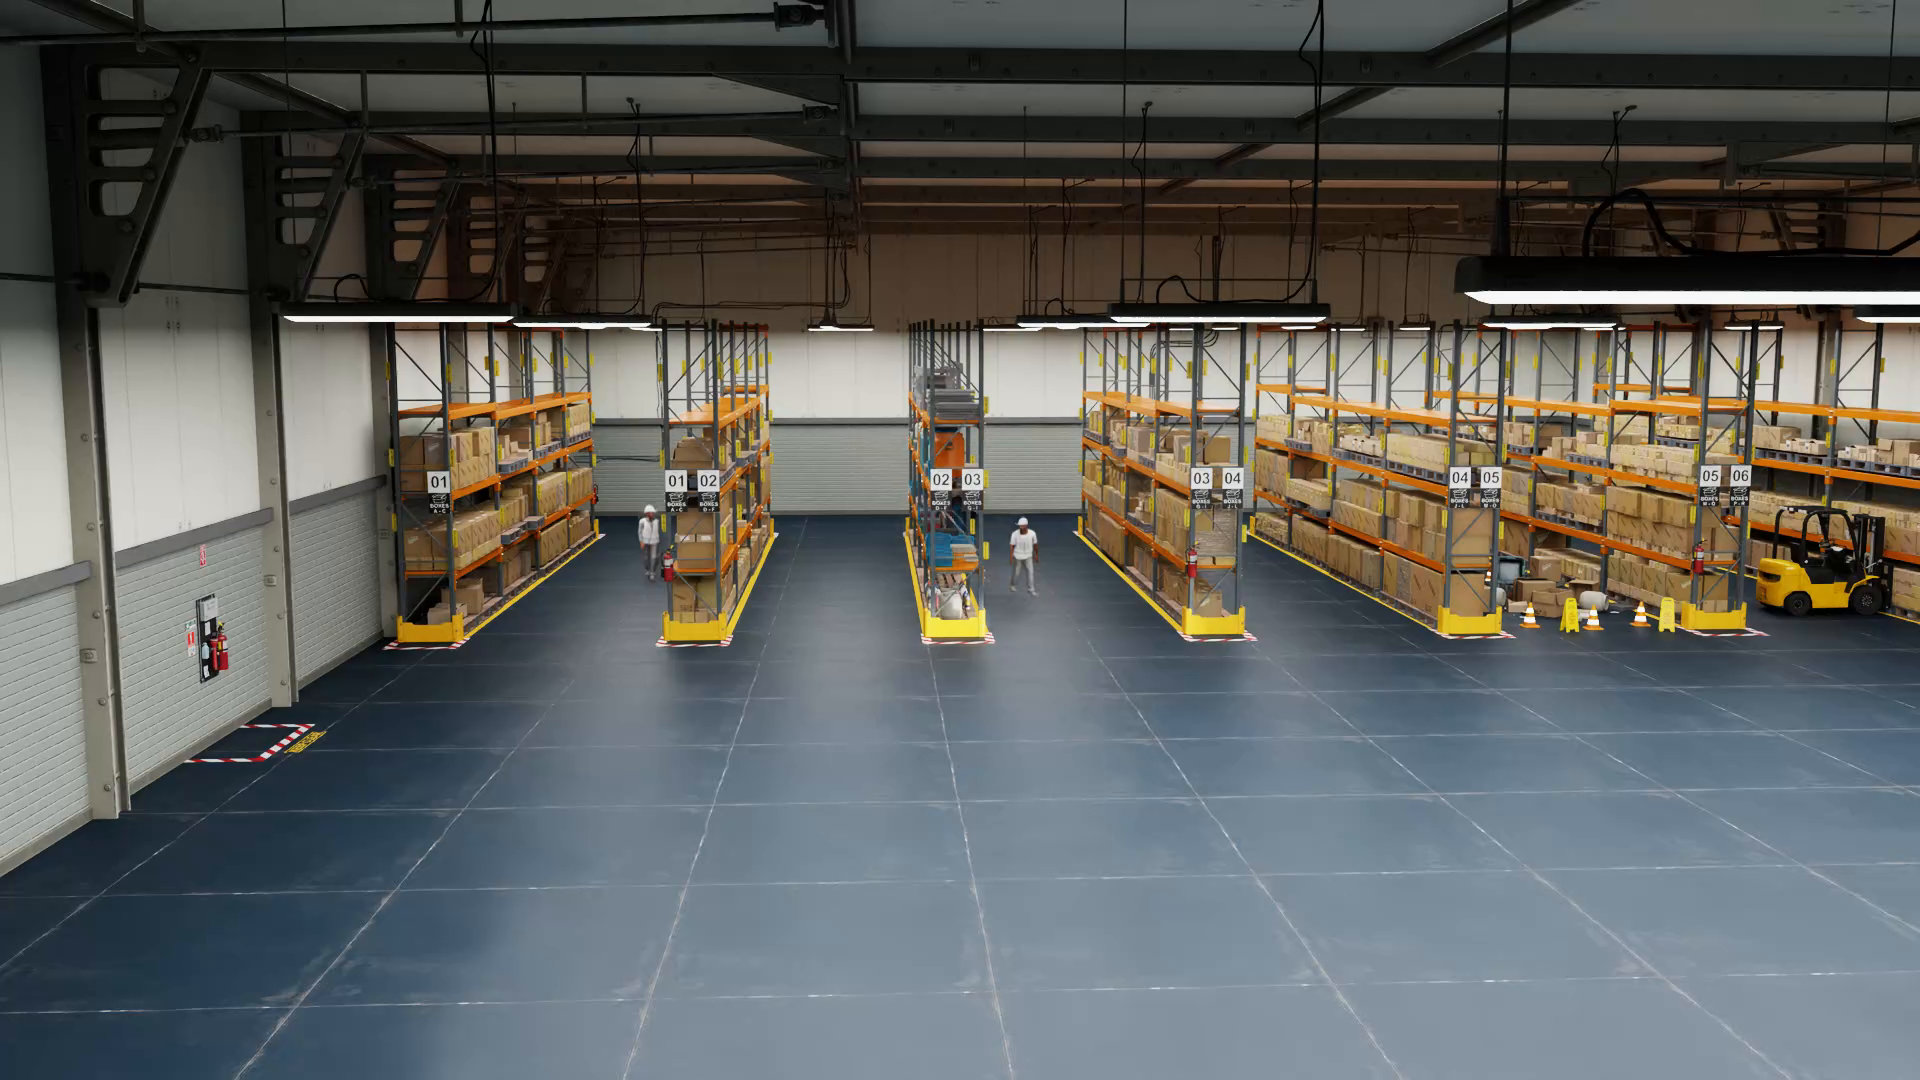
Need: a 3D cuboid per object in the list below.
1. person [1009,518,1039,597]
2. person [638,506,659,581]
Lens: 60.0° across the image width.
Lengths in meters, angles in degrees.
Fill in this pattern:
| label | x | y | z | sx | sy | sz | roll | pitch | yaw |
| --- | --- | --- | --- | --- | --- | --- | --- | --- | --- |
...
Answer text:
| label | x | y | z | sx | sy | sz | roll | pitch | yaw |
| --- | --- | --- | --- | --- | --- | --- | --- | --- | --- |
| person | 1.416 | 0.370 | 36.421 | 0.739 | 1.721 | 1.042 | -3 | 8 | -21 |
| person | -7.286 | 0.061 | 38.936 | 0.478 | 1.730 | 1.032 | 0 | 7 | -2 |
